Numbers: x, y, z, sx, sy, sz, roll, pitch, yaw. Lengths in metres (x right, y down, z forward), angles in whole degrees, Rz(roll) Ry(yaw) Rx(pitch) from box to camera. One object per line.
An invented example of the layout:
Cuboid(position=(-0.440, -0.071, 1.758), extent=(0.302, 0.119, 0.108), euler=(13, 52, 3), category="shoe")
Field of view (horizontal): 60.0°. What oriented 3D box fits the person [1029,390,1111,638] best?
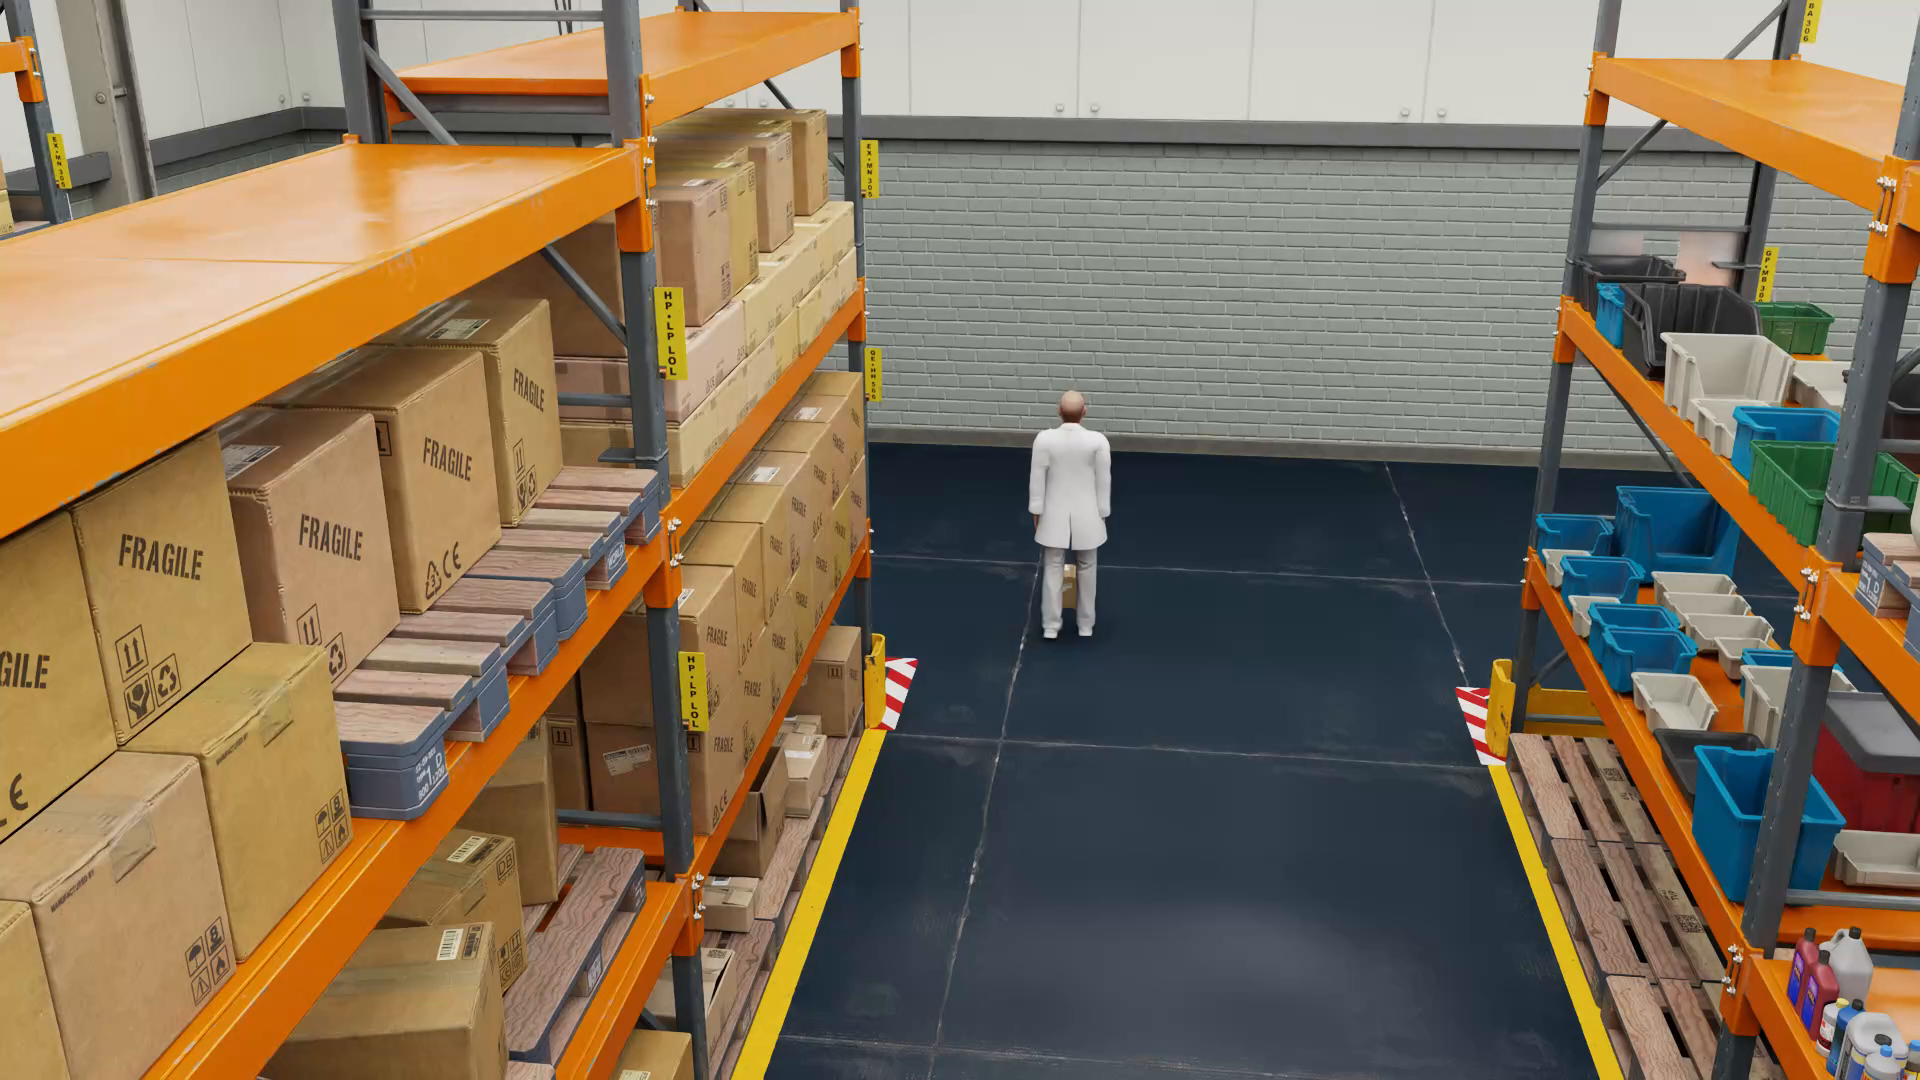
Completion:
Cuboid(position=(0.763, -0.182, 11.605), extent=(0.565, 1.795, 0.465), euler=(3, 21, 7), category="person")
